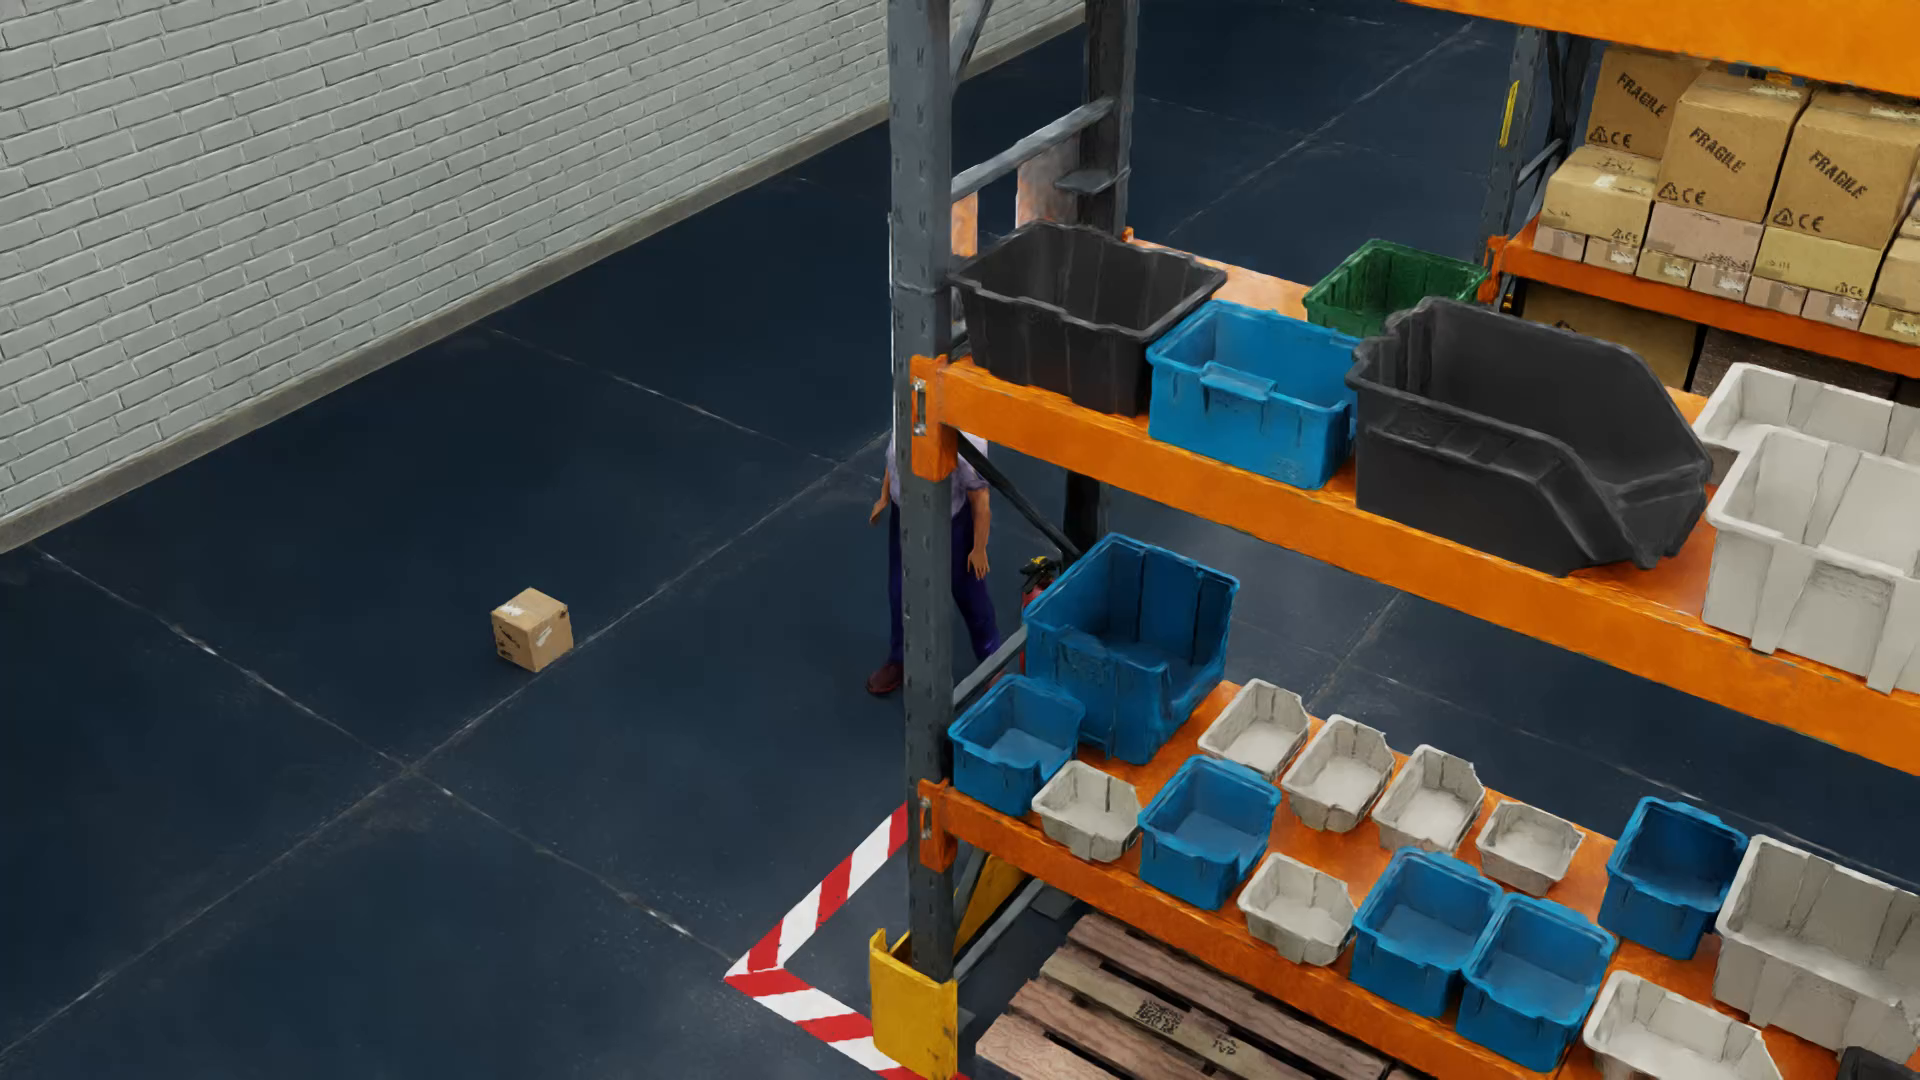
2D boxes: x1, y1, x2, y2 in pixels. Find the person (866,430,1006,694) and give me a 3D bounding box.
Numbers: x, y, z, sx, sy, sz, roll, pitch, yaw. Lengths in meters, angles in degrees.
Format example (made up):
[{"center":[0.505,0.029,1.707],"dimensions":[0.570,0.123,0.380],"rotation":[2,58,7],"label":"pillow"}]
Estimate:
[{"center":[-0.126,-0.047,7.199],"dimensions":[0.671,1.636,0.569],"rotation":[24,41,30],"label":"person"}]
